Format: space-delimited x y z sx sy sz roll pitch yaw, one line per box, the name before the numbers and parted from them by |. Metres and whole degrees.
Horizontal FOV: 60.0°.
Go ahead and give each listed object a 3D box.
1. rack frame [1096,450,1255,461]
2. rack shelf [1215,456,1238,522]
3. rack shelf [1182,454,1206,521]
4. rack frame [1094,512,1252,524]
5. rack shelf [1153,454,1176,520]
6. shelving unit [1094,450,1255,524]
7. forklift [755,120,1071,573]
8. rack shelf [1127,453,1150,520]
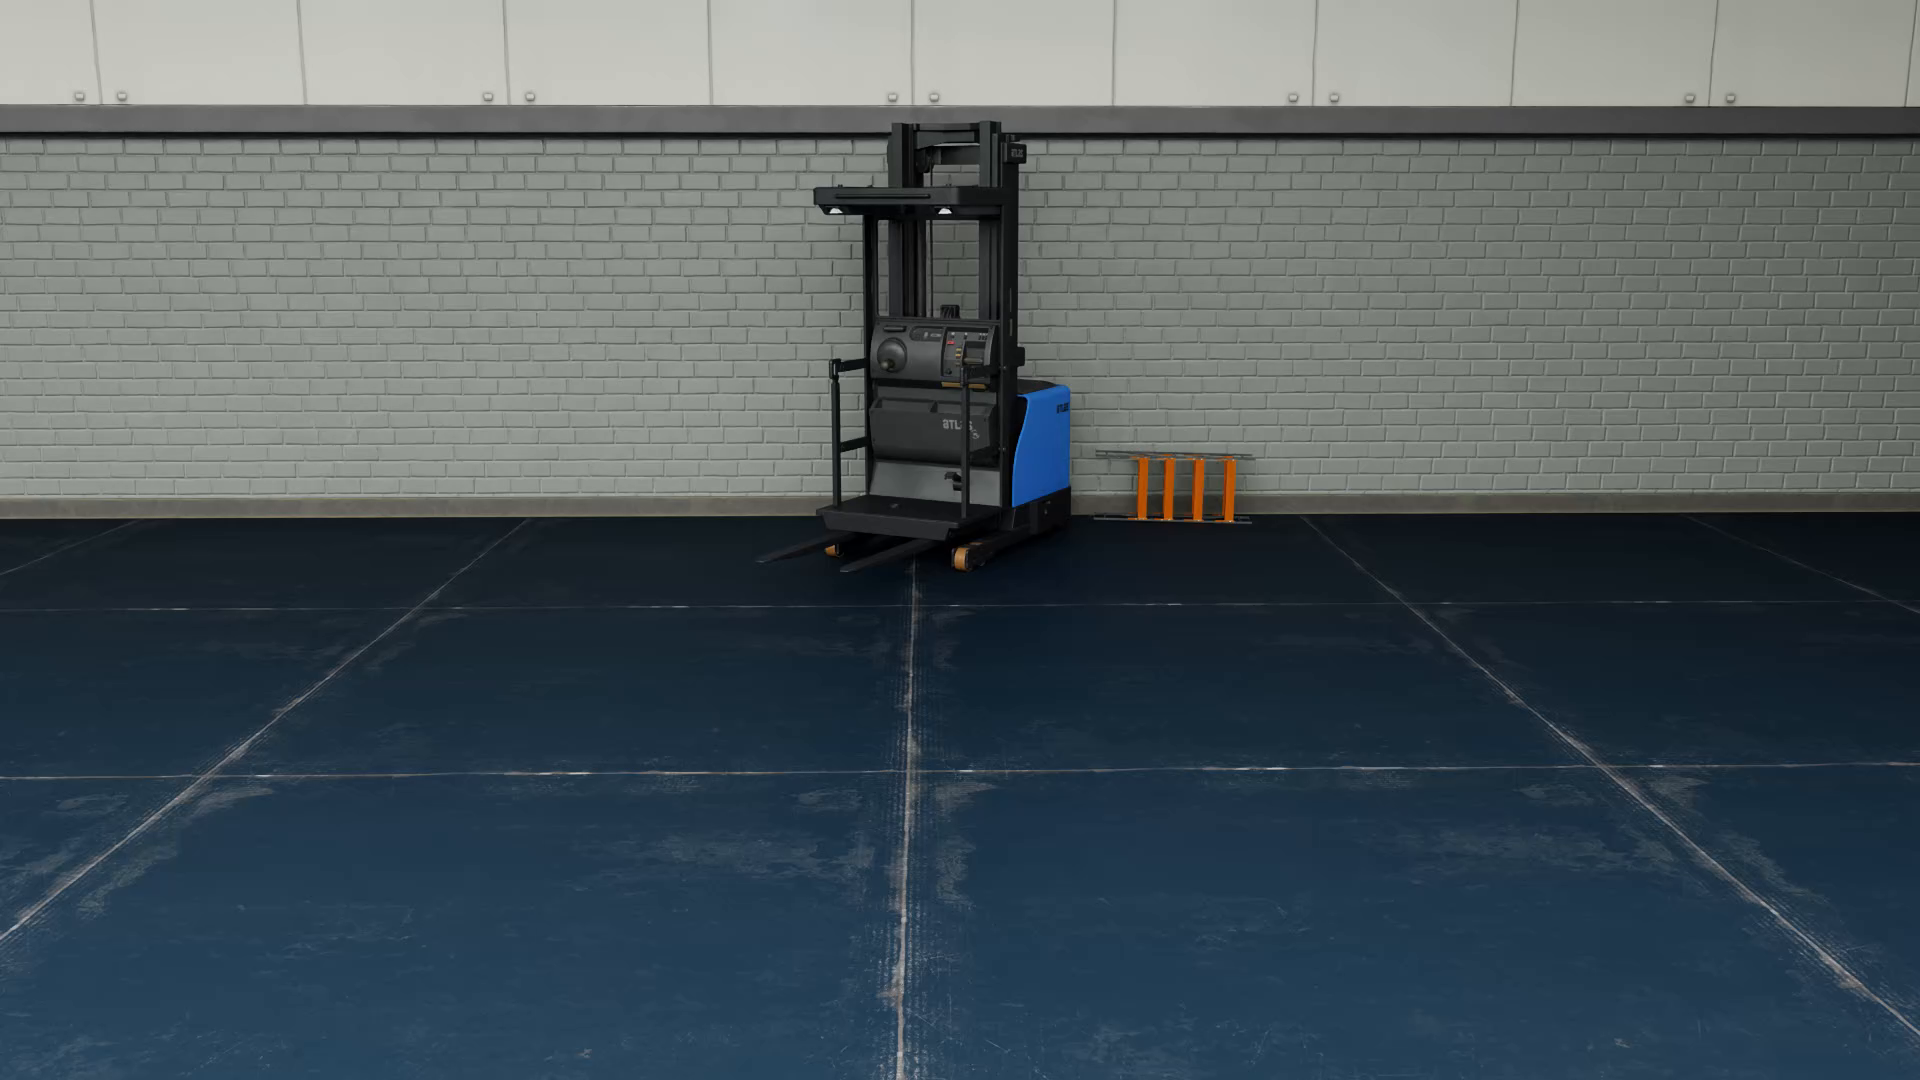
rack frame | 1.639 -0.647 12.709 1.200 0.015 0.240 2 12 4
rack shelf | 2.027 -0.397 12.733 0.148 0.480 0.258 2 12 4
rack shelf | 1.791 -0.404 12.748 0.148 0.480 0.258 2 12 4
rack frame | 1.632 -0.169 12.807 1.200 0.015 0.240 2 12 4
rack shelf | 1.568 -0.410 12.762 0.148 0.480 0.258 2 12 4
shelving unit | 1.635 -0.408 12.758 1.200 0.503 0.258 2 12 4
forklift | -0.285 -1.326 11.222 1.130 2.935 3.031 6 13 26
rack shelf | 1.370 -0.416 12.775 0.148 0.480 0.258 2 12 4
